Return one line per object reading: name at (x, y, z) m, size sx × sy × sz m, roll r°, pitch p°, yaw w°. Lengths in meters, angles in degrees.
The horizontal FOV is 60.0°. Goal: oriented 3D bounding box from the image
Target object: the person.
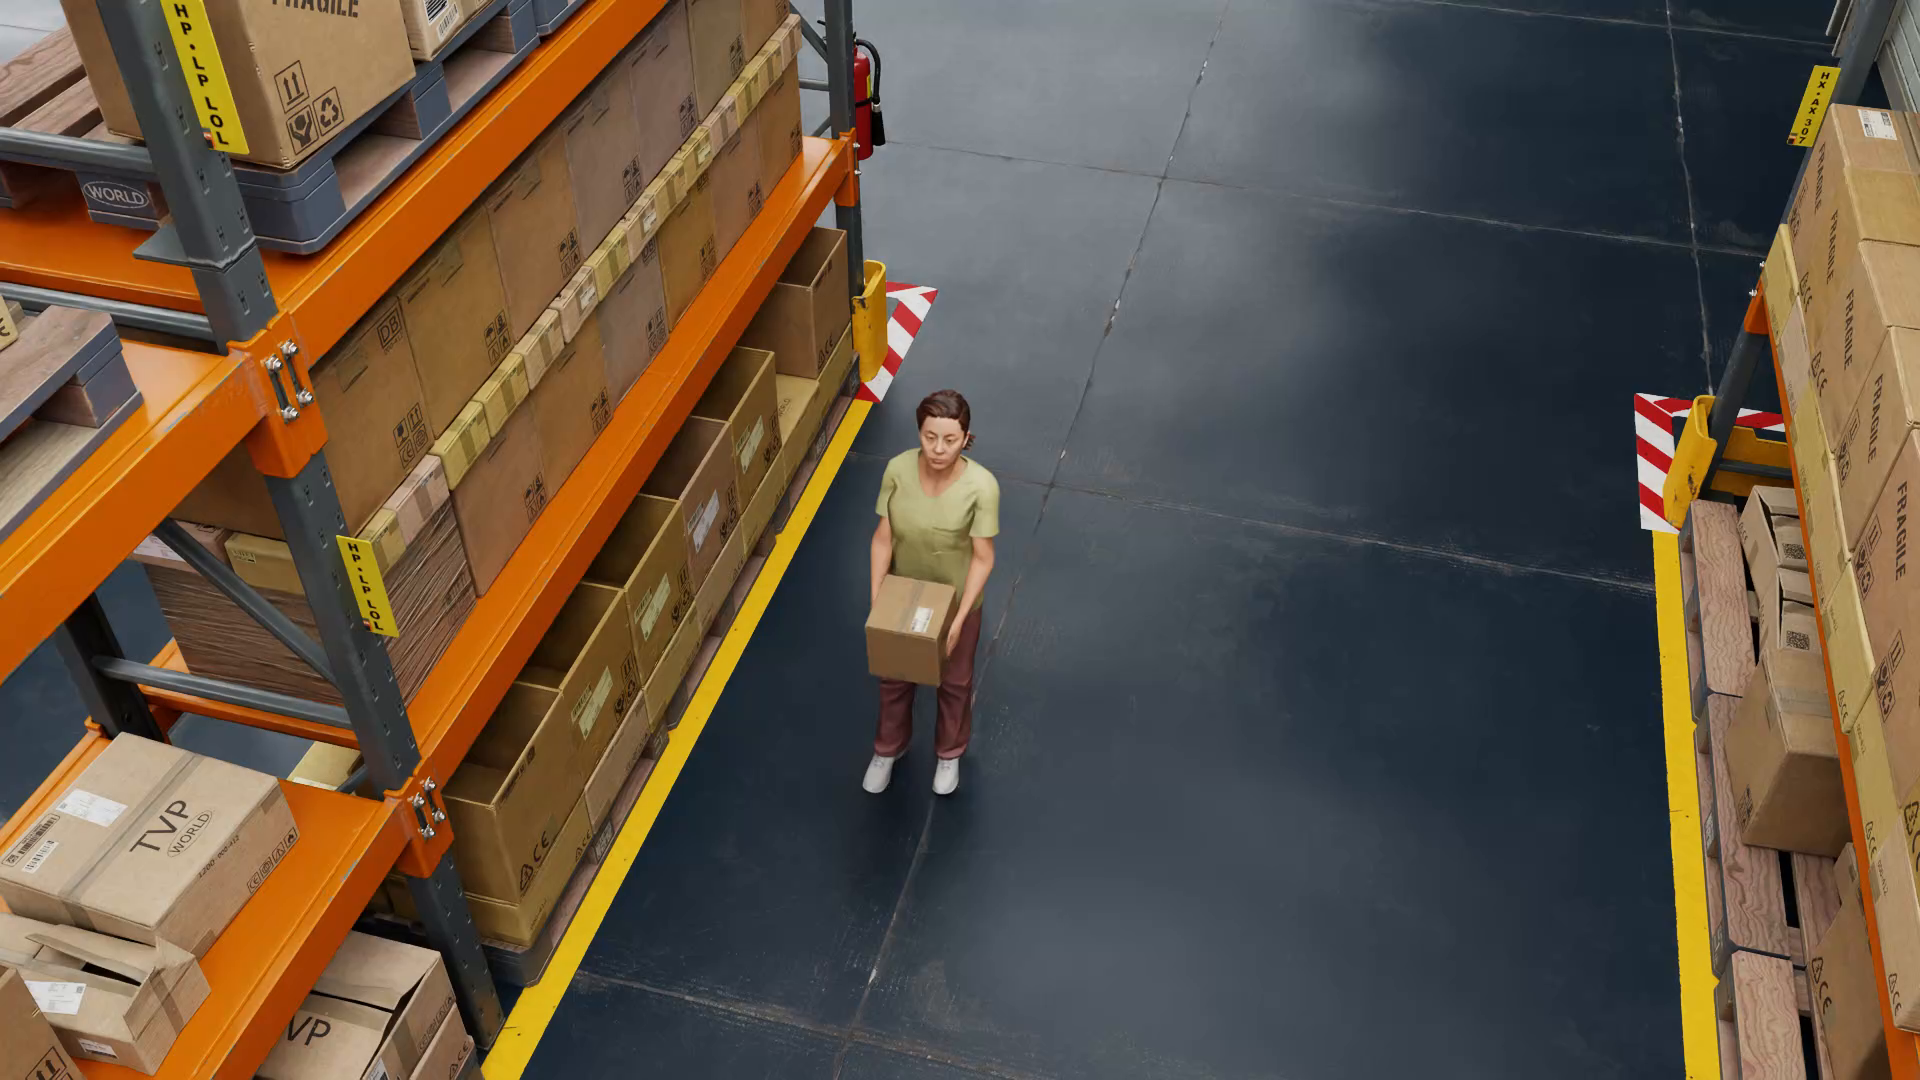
person at (-0.102, 0.231, 5.893) m, size 0.463 × 1.676 × 0.519 m, roll 10°, pitch 42°, yaw 11°
